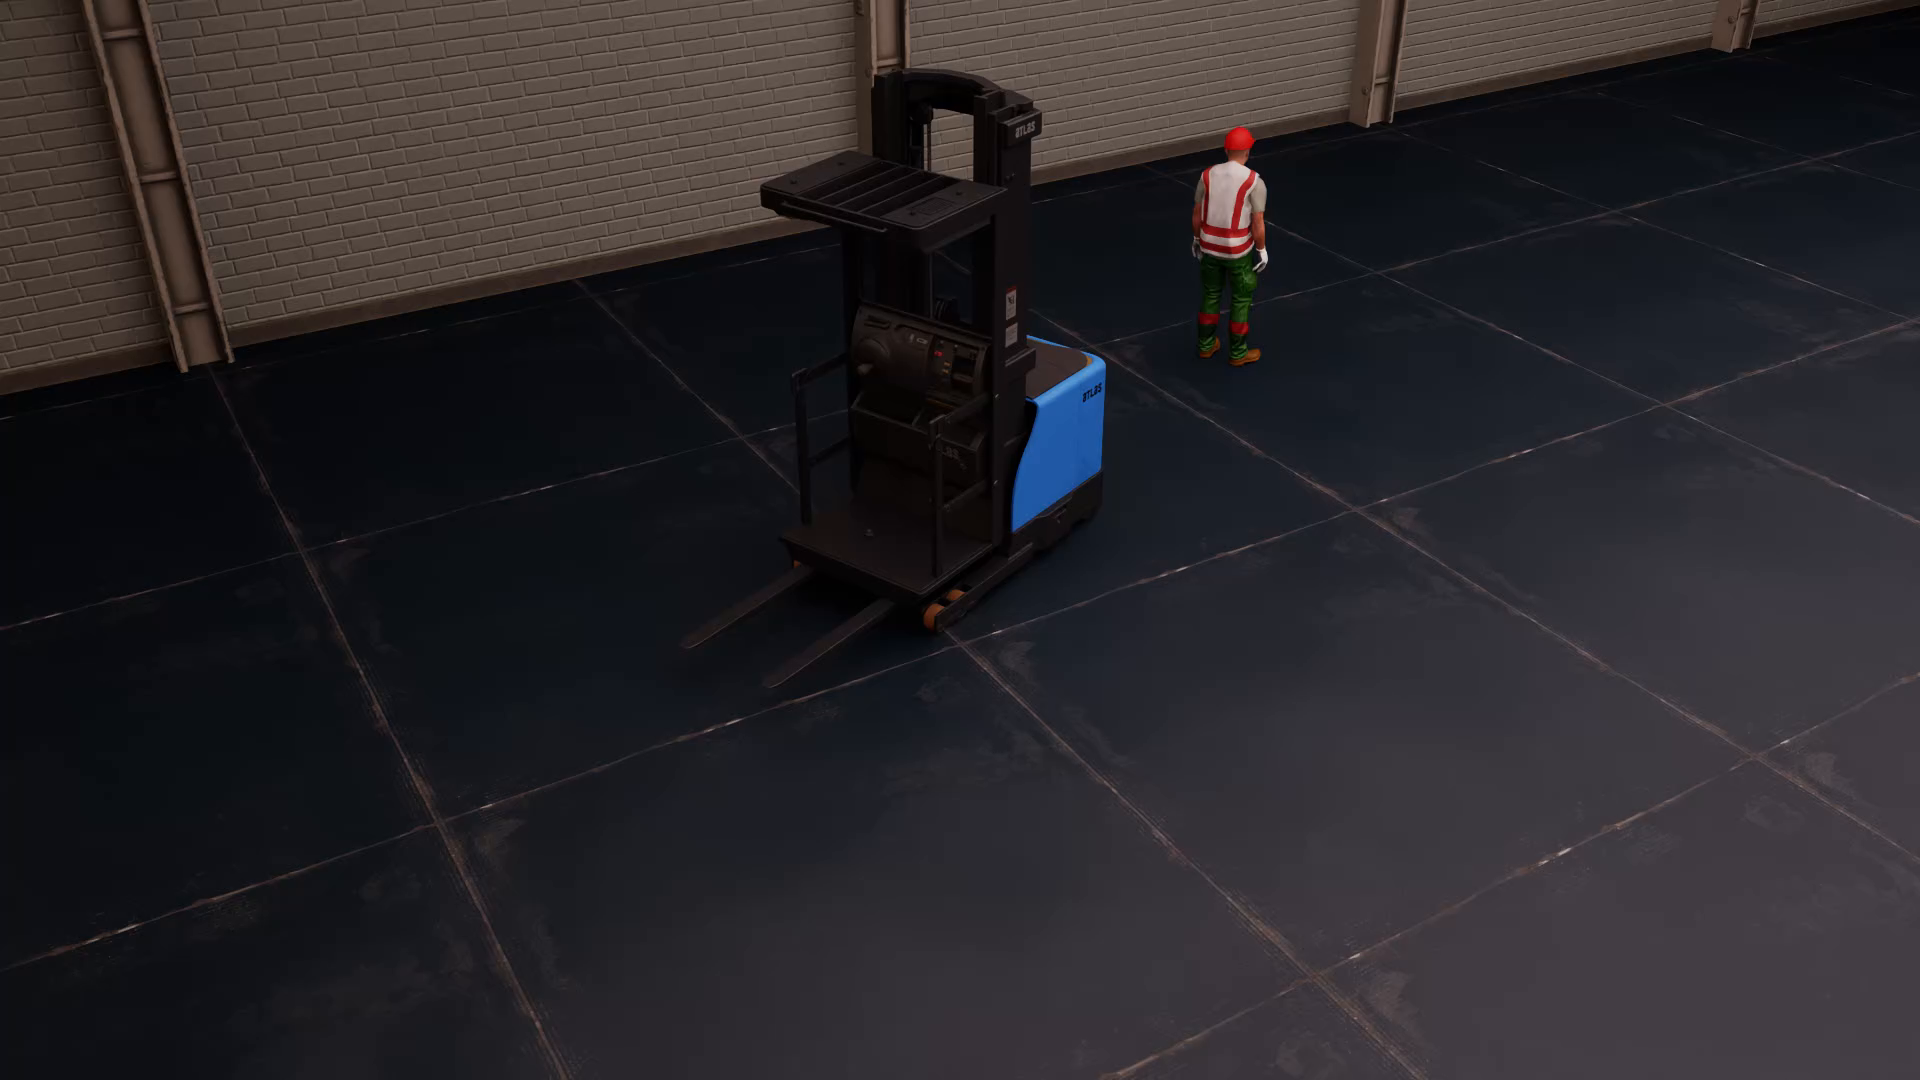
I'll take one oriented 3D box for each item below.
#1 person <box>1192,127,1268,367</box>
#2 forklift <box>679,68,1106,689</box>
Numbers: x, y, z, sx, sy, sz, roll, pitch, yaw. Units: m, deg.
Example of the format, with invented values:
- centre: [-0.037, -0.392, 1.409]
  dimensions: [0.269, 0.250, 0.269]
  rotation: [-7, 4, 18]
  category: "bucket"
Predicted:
- centre: [2.014, -2.187, 12.425]
  dimensions: [0.611, 1.778, 0.451]
  rotation: [19, 36, 29]
  category: "person"
- centre: [-0.365, -1.007, 9.329]
  dimensions: [1.130, 2.935, 3.031]
  rotation: [21, 37, 31]
  category: "forklift"
